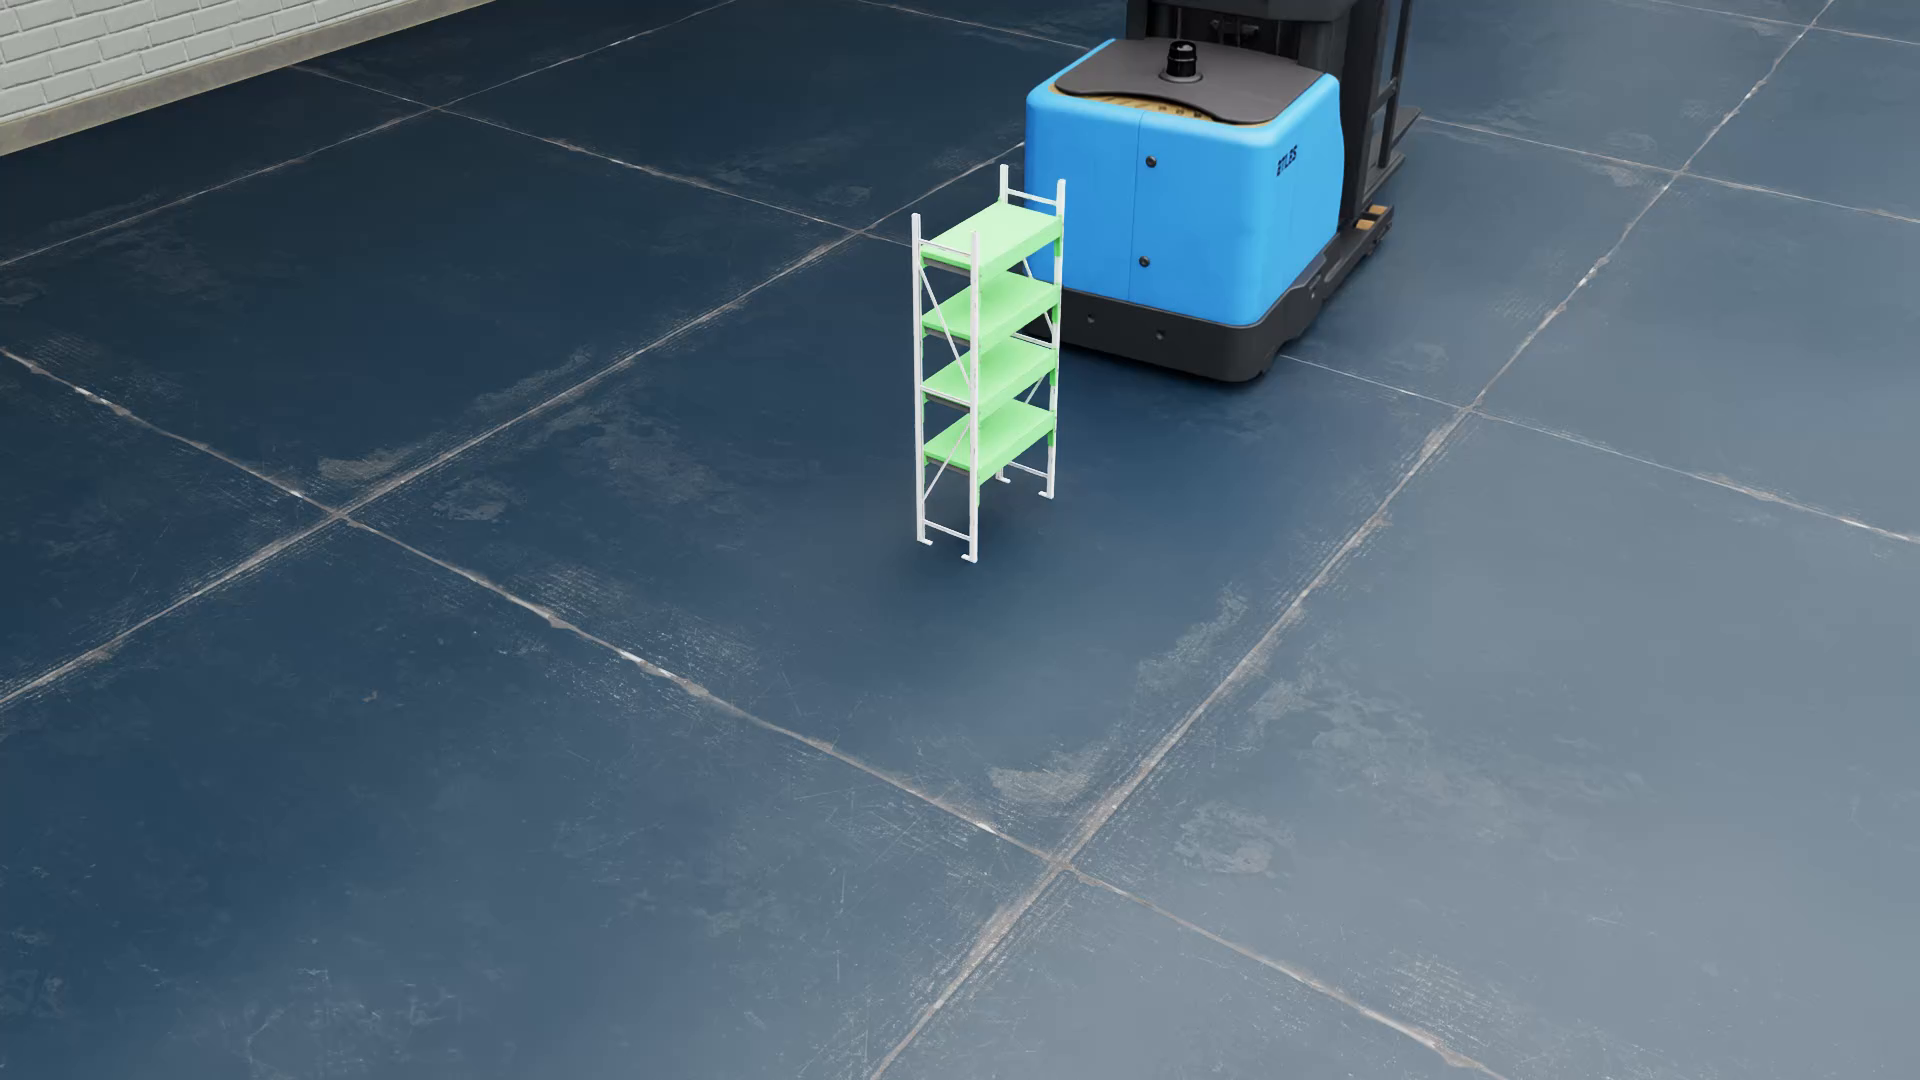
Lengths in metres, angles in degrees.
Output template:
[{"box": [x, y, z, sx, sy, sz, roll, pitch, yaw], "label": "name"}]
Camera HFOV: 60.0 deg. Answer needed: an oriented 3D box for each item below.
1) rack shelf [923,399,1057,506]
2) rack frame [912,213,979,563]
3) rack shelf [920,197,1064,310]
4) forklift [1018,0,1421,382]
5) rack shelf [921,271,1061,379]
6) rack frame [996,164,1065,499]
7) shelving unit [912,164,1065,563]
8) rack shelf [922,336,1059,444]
[{"box": [0.094, -0.321, 5.697, 0.258, 0.148, 0.480, 21, 39, 28], "label": "rack shelf"}, {"box": [-0.045, -0.461, 5.360, 0.240, 1.200, 0.015, 21, 39, 28], "label": "rack frame"}, {"box": [0.094, -0.918, 5.293, 0.258, 0.148, 0.480, 21, 39, 28], "label": "rack shelf"}, {"box": [1.388, -2.639, 7.036, 1.130, 2.935, 3.031, 17, 38, 23], "label": "forklift"}, {"box": [0.094, -0.719, 5.428, 0.258, 0.148, 0.480, 21, 39, 28], "label": "rack shelf"}, {"box": [0.234, -0.685, 5.693, 0.240, 1.200, 0.015, 21, 39, 28], "label": "rack frame"}, {"box": [0.094, -0.573, 5.527, 0.258, 1.200, 0.503, 21, 39, 28], "label": "shelving unit"}, {"box": [0.094, -0.520, 5.562, 0.258, 0.148, 0.480, 21, 39, 28], "label": "rack shelf"}]
